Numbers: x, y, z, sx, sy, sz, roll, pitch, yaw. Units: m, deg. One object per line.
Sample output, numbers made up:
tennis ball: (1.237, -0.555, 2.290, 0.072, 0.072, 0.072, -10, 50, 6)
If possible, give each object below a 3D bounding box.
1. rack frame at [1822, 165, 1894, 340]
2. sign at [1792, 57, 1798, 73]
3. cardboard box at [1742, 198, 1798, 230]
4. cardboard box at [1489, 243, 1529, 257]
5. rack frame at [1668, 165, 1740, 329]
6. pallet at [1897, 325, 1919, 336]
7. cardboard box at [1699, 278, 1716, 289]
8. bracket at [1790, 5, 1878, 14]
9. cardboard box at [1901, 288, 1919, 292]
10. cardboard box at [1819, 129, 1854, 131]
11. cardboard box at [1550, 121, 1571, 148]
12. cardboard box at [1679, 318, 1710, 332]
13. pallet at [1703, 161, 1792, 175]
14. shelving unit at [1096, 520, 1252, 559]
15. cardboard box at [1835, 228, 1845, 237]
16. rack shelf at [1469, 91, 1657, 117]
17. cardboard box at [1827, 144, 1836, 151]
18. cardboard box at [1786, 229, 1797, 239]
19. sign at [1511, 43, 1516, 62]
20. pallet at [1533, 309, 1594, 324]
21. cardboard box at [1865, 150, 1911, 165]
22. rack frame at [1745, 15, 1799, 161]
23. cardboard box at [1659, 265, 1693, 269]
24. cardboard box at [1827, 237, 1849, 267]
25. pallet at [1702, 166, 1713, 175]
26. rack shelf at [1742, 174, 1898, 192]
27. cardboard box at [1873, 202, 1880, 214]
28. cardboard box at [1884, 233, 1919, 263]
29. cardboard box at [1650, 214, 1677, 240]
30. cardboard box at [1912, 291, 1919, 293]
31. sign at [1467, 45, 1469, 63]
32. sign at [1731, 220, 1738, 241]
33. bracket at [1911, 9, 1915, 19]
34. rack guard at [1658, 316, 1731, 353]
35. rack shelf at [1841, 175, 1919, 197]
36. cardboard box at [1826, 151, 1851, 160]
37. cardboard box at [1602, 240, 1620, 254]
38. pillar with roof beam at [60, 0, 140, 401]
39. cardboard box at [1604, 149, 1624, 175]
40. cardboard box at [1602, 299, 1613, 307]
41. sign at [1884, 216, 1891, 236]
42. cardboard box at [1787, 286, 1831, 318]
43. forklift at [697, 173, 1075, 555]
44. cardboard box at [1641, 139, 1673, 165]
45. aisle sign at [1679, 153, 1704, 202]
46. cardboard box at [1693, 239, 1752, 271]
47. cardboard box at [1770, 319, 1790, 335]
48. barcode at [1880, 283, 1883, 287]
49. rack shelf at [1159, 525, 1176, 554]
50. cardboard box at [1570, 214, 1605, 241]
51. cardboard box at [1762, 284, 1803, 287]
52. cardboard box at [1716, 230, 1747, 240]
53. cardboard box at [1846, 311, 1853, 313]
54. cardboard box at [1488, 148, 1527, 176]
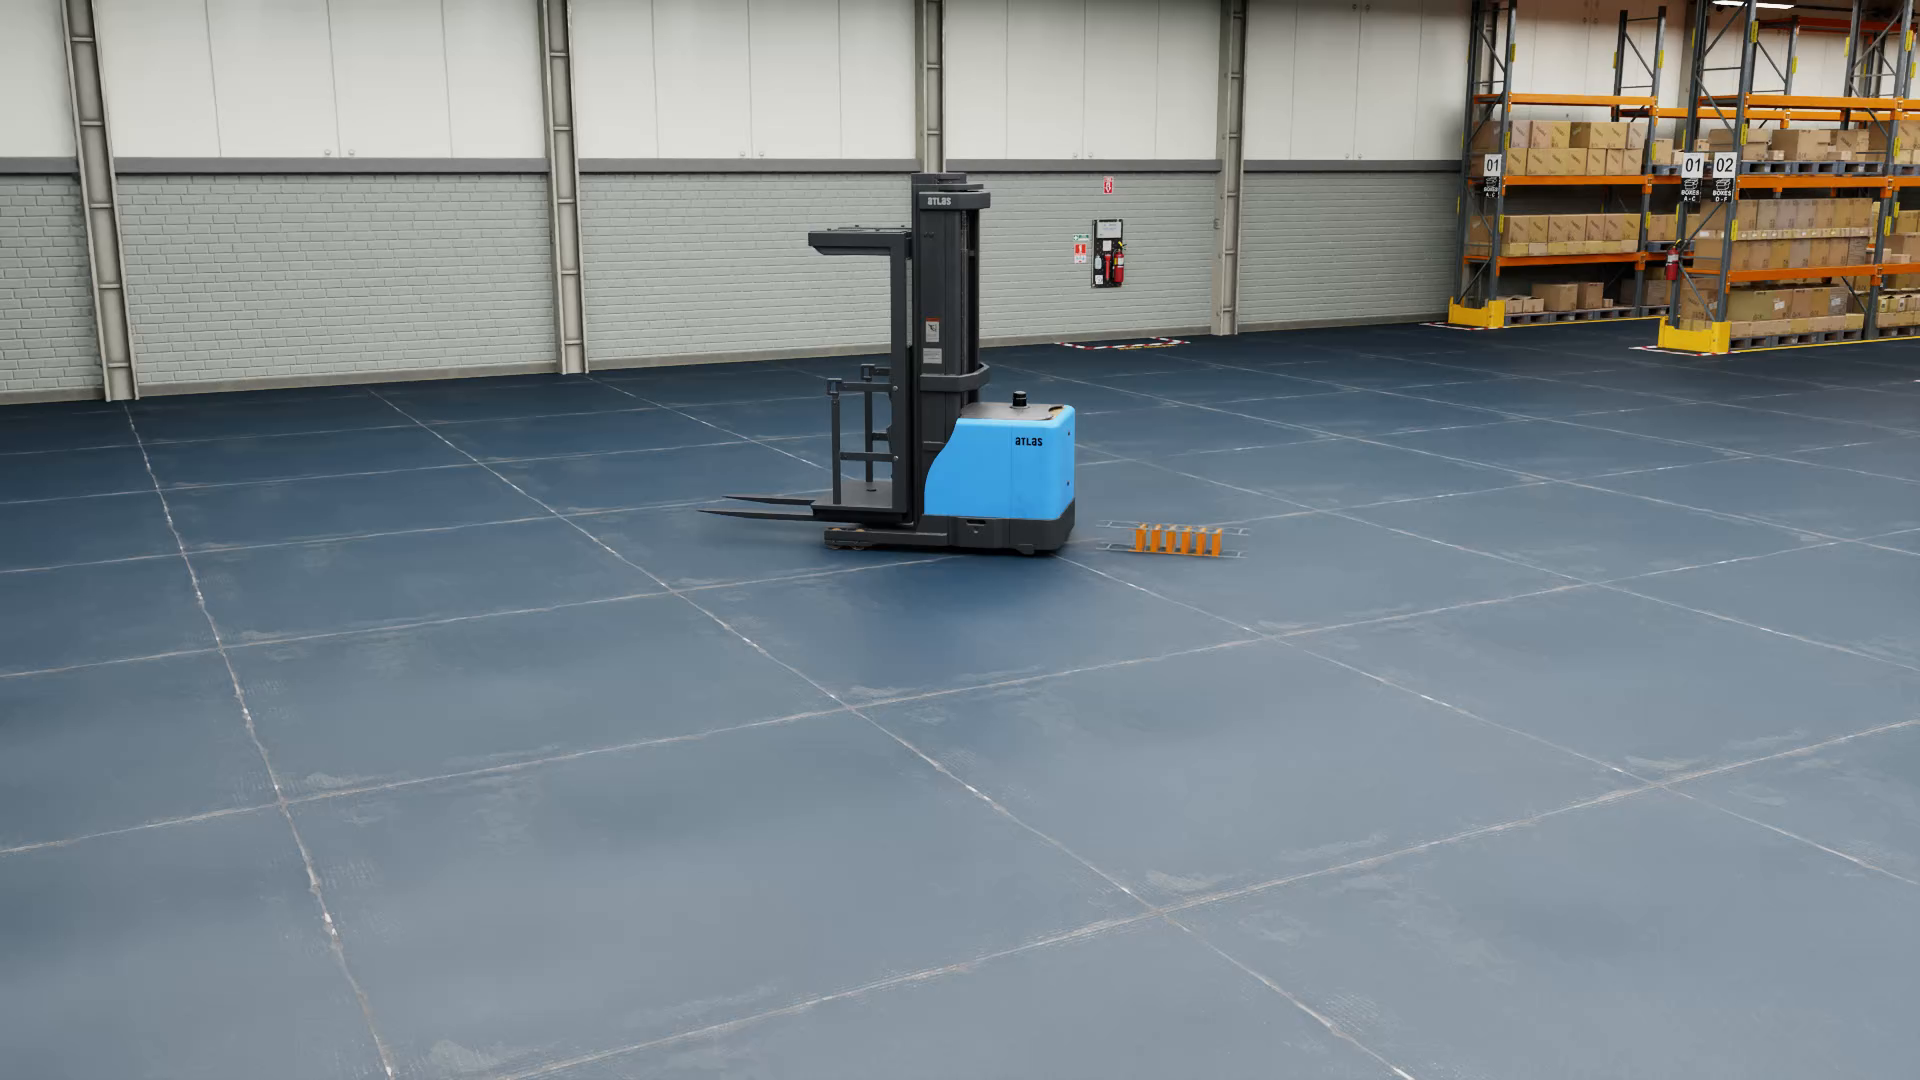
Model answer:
rack frame: (15.749, -5.067, 29.293, 0.127, 3.000, 1.000, -7, 14, -28)
sign: (17.152, -9.760, 34.173, 0.005, 0.325, 0.100, -7, 14, -28)
cardboard box: (13.602, -5.490, 27.988, 0.500, 0.500, 0.700, -7, 14, -28)
cardboard box: (10.442, -5.527, 31.634, 0.500, 0.250, 0.500, -7, 15, -29)
rack frame: (12.238, -4.646, 27.423, 0.127, 3.000, 1.000, -7, 14, -28)
pallet: (17.449, -3.921, 30.551, 1.213, 0.211, 1.003, -7, 14, -28)
cardboard box: (15.346, -5.262, 34.850, 0.500, 0.500, 0.700, -7, 14, -28)
bracket: (18.124, -11.401, 35.576, 4.783, 0.066, 0.076, -7, 14, -28)
cardboard box: (17.754, -4.516, 30.874, 0.500, 0.311, 0.500, -7, 15, -29)
cardboard box: (19.082, -8.827, 36.232, 0.500, 0.250, 0.500, -7, 15, -30)
cardboard box: (11.225, -7.703, 31.623, 0.500, 0.500, 0.500, -6, 14, -26)
cardboard box: (12.567, -3.623, 28.182, 0.500, 0.250, 0.500, -7, 14, -28)
pallet: (12.871, -6.136, 27.412, 1.213, 0.211, 1.003, -7, 14, -28)
shelving unit: (1.697, -0.006, 13.191, 1.200, 0.189, 0.258, 4, 13, 14)
cardboard box: (14.937, -5.281, 28.538, 0.250, 0.149, 0.380, -7, 14, -28)
rack shelf: (11.617, -8.385, 32.019, 4.000, 0.370, 1.077, -7, 14, -28)
cardboard box: (14.707, -6.701, 28.650, 0.500, 0.311, 0.500, -8, 15, -31)
cardboard box: (13.815, -5.147, 27.943, 0.250, 0.149, 0.380, -7, 14, -29)
sign: (10.121, -8.917, 30.428, 0.005, 0.325, 0.100, -7, 14, -28)
pallet: (11.728, -4.454, 32.921, 1.213, 0.211, 1.003, -7, 14, -28)
cardboard box: (16.295, -6.725, 29.214, 0.500, 0.250, 0.500, -5, 14, -22)
rack frame: (16.883, -9.369, 34.744, 0.127, 3.000, 1.000, -7, 14, -28)
cardboard box: (14.850, -5.565, 34.490, 0.500, 0.250, 0.500, -7, 15, -29)
cardboard box: (14.903, -5.011, 28.817, 0.500, 0.500, 0.700, -7, 14, -28)
pallet: (14.874, -7.547, 33.909, 1.003, 0.211, 1.213, -7, 14, -28)
rack shelf: (18.639, -7.765, 36.087, 4.000, 0.370, 1.077, -7, 14, -28)
cardboard box: (20.107, -7.334, 36.707, 0.500, 0.250, 0.500, -6, 14, -26)
cardboard box: (16.894, -5.249, 29.873, 0.500, 0.500, 0.500, -6, 14, -24)
cardboard box: (14.330, -6.389, 33.937, 0.500, 0.500, 0.700, -5, 14, -22)
cardboard box: (17.580, -4.362, 30.187, 0.500, 0.311, 0.500, -6, 14, -26)
sign: (9.613, -9.169, 31.369, 0.005, 0.325, 0.100, -7, 14, -28)
sign: (12.499, -5.000, 26.841, 0.005, 0.325, 0.100, -7, 14, -28)
bracket: (21.129, -11.761, 37.177, 0.430, 0.232, 0.235, -7, 14, -28)
rack guard: (12.217, -3.424, 27.686, 0.348, 0.500, 1.175, -7, 14, -28)
rack shelf: (17.505, -6.390, 29.977, 4.000, 0.370, 1.077, -7, 14, -28)
cardboard box: (14.822, -6.502, 28.132, 0.250, 0.149, 0.380, -7, 14, -28)
cardboard box: (12.661, -5.799, 32.840, 0.500, 0.250, 0.500, -7, 14, -28)
pillar with roof beam: (-8.941, -5.413, 17.167, 0.400, 9.000, 9.100, -7, 14, -28)
cardboard box: (12.598, -7.392, 32.517, 0.500, 0.500, 0.500, -8, 15, -33)
cardboard box: (12.917, -4.792, 33.520, 0.250, 0.166, 0.380, -9, 16, -35)
sign: (16.017, -5.421, 28.714, 0.005, 0.325, 0.100, -7, 14, -28)
cardboard box: (14.565, -4.102, 28.602, 0.500, 0.500, 0.500, -7, 14, -28)
forklift: (-0.616, -1.459, 13.416, 3.031, 2.935, 1.130, 3, 13, 12)
cardboard box: (13.891, -7.781, 33.334, 0.500, 0.500, 0.500, -5, 13, -20)
aisle sign: (12.040, -5.964, 27.358, 0.004, 0.787, 0.394, -7, 14, -28)
cardboard box: (12.654, -4.742, 27.619, 0.500, 0.500, 0.700, -7, 14, -28)
cardboard box: (13.692, -3.629, 28.209, 0.500, 0.250, 0.500, -7, 14, -28)
barcode: (16.173, -4.477, 29.176, 0.075, 0.075, 0.001, -7, 14, -28)
rack shelf: (1.654, -0.009, 13.202, 0.103, 0.180, 0.258, 4, 13, 14)
cardboard box: (12.223, -6.110, 32.515, 0.500, 0.500, 0.500, -7, 15, -29)
cardboard box: (14.315, -4.203, 29.050, 0.500, 0.500, 0.500, -7, 14, -28)
cardboard box: (12.686, -5.011, 27.340, 0.250, 0.149, 0.380, -7, 14, -28)
cardboard box: (15.974, -4.030, 29.991, 0.500, 0.250, 0.500, -7, 14, -28)
cardboard box: (10.275, -7.109, 31.263, 0.500, 0.500, 0.500, -6, 14, -26)
